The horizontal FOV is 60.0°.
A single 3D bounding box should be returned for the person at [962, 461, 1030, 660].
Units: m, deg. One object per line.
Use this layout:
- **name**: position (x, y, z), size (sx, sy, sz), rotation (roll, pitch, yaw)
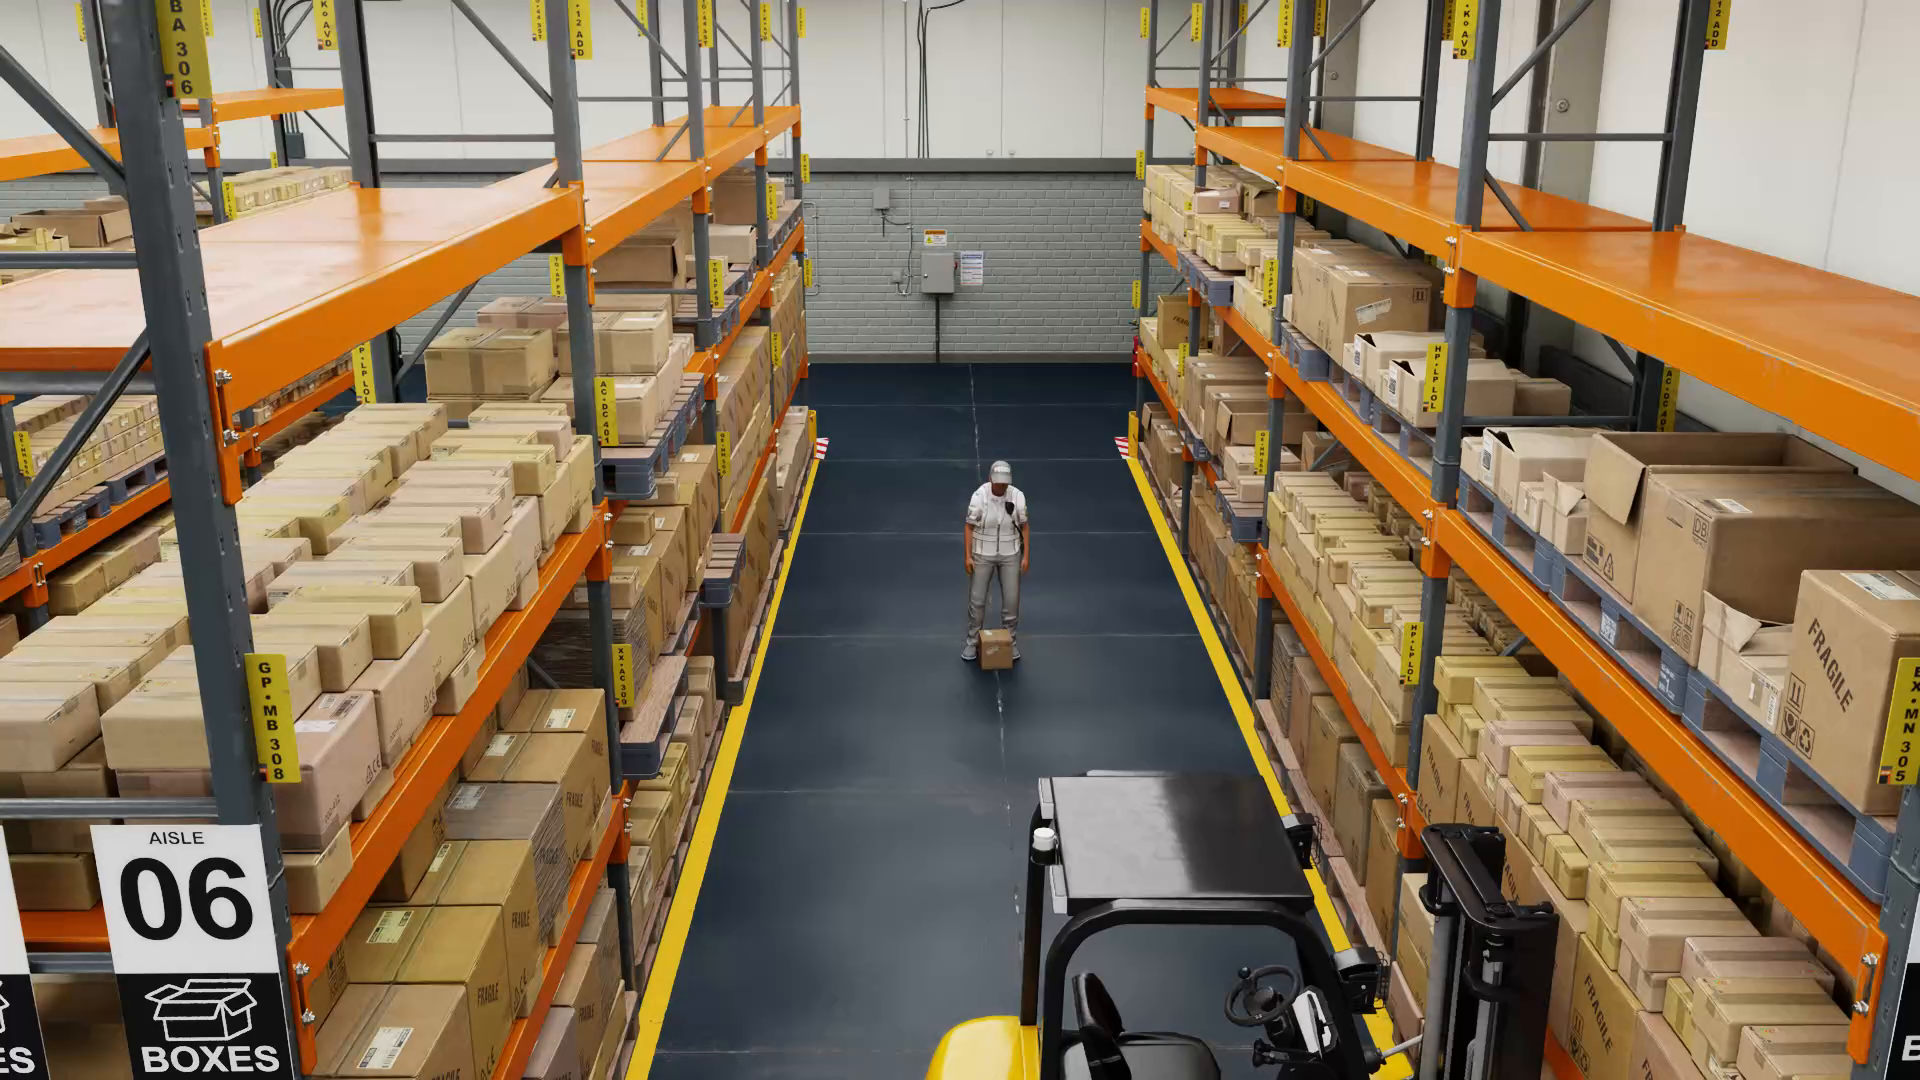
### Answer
- **person**: position (0.289, 0.150, 13.550), size (0.560, 1.667, 0.466), rotation (-1, 17, -3)
